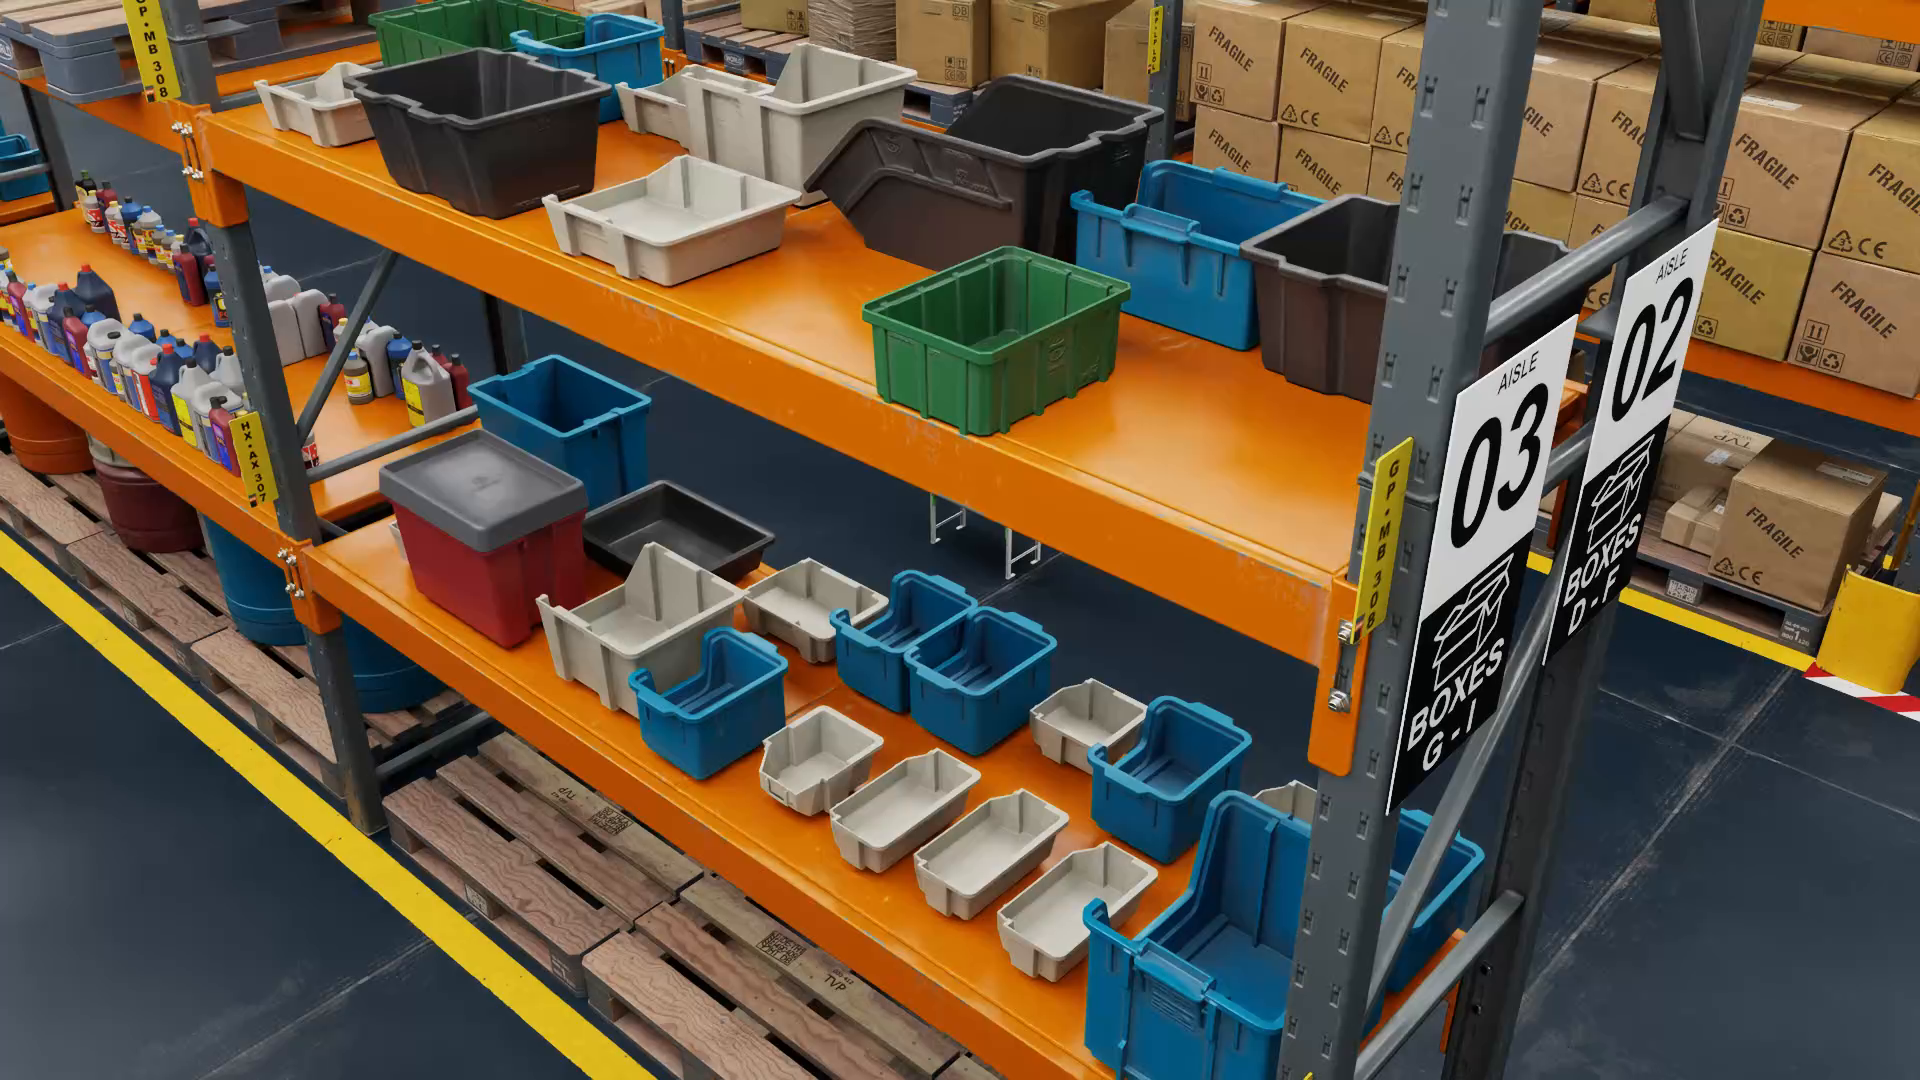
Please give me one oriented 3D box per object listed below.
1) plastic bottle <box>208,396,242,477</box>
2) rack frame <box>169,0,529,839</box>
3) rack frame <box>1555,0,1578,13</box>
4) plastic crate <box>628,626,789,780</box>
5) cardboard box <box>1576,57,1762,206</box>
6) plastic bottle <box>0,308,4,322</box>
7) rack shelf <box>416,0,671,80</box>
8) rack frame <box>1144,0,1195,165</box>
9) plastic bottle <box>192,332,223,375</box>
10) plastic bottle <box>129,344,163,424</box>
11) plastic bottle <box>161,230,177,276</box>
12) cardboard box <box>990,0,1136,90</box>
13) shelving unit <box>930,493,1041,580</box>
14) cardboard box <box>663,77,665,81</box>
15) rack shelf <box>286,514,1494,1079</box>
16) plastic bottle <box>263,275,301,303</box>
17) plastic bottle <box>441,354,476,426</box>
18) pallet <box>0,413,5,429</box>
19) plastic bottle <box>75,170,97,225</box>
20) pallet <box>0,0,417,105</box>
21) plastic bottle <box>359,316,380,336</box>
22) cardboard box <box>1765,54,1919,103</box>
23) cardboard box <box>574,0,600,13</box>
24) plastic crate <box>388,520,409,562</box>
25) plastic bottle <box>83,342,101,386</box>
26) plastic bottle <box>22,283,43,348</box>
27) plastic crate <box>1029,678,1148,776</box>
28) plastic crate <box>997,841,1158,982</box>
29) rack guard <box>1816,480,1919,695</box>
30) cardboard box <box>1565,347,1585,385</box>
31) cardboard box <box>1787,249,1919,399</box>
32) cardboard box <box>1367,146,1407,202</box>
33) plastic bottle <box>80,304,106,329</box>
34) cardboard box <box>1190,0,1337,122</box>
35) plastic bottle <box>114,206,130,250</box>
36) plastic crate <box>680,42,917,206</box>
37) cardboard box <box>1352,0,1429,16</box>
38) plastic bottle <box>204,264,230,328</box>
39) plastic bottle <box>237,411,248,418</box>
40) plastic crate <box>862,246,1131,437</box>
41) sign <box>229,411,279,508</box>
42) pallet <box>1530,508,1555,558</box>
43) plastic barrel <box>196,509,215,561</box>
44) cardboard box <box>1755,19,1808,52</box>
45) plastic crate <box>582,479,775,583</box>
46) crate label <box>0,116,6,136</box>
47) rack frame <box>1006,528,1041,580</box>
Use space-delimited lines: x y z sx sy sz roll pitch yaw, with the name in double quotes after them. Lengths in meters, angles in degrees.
-2.680 -0.381 6.087 0.133 0.283 0.061 25 39 35 "plastic bottle"
-1.969 -0.355 5.932 0.127 3.000 1.000 25 39 35 "rack frame"
4.679 -4.144 12.225 0.127 3.000 1.000 25 39 35 "rack frame"
-0.698 0.463 4.678 0.300 0.233 0.416 25 39 35 "plastic crate"
3.047 -1.736 7.159 0.500 0.500 0.500 26 40 36 "cardboard box"
-4.248 -1.112 7.303 0.133 0.283 0.061 25 39 35 "plastic bottle"
-3.091 -4.016 12.711 4.000 0.370 1.077 25 39 35 "rack shelf"
1.358 -2.248 9.076 0.127 3.000 1.000 25 39 35 "rack frame"
-2.910 -0.646 6.463 0.185 0.351 0.144 25 39 35 "plastic bottle"
-3.123 -0.616 6.485 0.135 0.276 0.152 25 39 35 "plastic bottle"
-3.671 -1.349 7.774 0.097 0.201 0.097 0 31 0 "plastic bottle"
0.604 -2.934 9.711 0.700 0.500 0.500 -22 38 -32 "cardboard box"
0.123 -0.457 7.845 0.503 1.200 0.258 25 39 35 "shelving unit"
-2.194 -3.347 12.616 0.500 0.311 0.500 24 38 34 "cardboard box"
-0.486 0.645 4.967 4.000 0.370 1.077 25 39 35 "rack shelf"
-2.915 -1.009 7.137 0.135 0.276 0.152 25 39 35 "plastic bottle"
-1.954 -0.595 6.444 0.133 0.283 0.061 25 39 35 "plastic bottle"
-5.483 -0.828 9.420 1.213 0.211 1.003 25 39 35 "pallet"
-4.348 -1.713 8.300 0.133 0.283 0.061 25 39 35 "plastic bottle"
-2.615 -1.793 5.595 1.003 0.211 1.213 25 39 35 "pallet"
-2.395 -0.783 6.767 0.097 0.271 0.097 0 31 0 "plastic bottle"
3.779 -1.767 7.211 0.500 0.500 0.500 25 39 36 "cardboard box"
-2.591 -3.945 12.138 0.380 0.149 0.250 -26 40 -36 "cardboard box"
-1.719 -0.052 5.626 0.243 0.136 0.396 25 39 35 "plastic crate"
-3.499 -0.740 6.764 0.097 0.201 0.097 0 31 0 "plastic bottle"
-3.907 -0.961 7.062 0.097 0.271 0.097 0 31 0 "plastic bottle"
0.350 0.528 4.663 0.298 0.136 0.250 25 39 35 "plastic crate"
0.271 0.903 4.038 0.243 0.136 0.396 25 39 35 "plastic crate"
4.267 0.181 7.465 0.348 0.500 1.175 25 39 35 "rack guard"
2.754 -0.719 8.529 0.637 0.503 0.797 25 39 35 "cardboard box"
3.809 -0.957 6.835 0.500 0.500 0.500 26 40 36 "cardboard box"
2.304 -1.660 8.003 0.500 0.500 0.500 25 39 35 "cardboard box"
-3.557 -0.840 6.861 0.097 0.271 0.097 0 31 0 "plastic bottle"
1.519 -2.449 8.343 0.500 0.500 0.500 26 40 36 "cardboard box"
-4.032 -1.517 8.054 0.097 0.201 0.097 0 31 0 "plastic bottle"
-0.439 -1.090 4.359 0.530 0.282 0.437 25 39 35 "plastic crate"
2.288 -2.467 8.373 0.500 0.500 0.500 24 39 34 "cardboard box"
-3.223 -1.069 7.243 0.097 0.271 0.097 0 31 0 "plastic bottle"
-2.640 -0.382 6.169 0.097 0.201 0.097 0 31 0 "plastic bottle"
0.074 -0.397 3.299 0.336 0.188 0.450 25 39 35 "plastic crate"
-2.339 -0.264 5.512 0.005 0.325 0.100 25 39 35 "sign"
2.775 -0.393 8.698 1.213 0.211 1.003 25 39 35 "pallet"
-3.244 -0.139 7.577 0.421 0.512 0.421 0 31 0 "plastic barrel"
5.608 -3.823 11.402 0.700 0.700 0.980 24 38 34 "cardboard box"
-0.958 0.022 5.514 0.590 0.125 0.437 25 39 35 "plastic crate"
-5.489 -2.202 8.965 0.616 0.435 0.502 25 39 35 "crate label"
0.304 -0.372 7.705 0.015 1.200 0.240 25 39 35 "rack frame"
